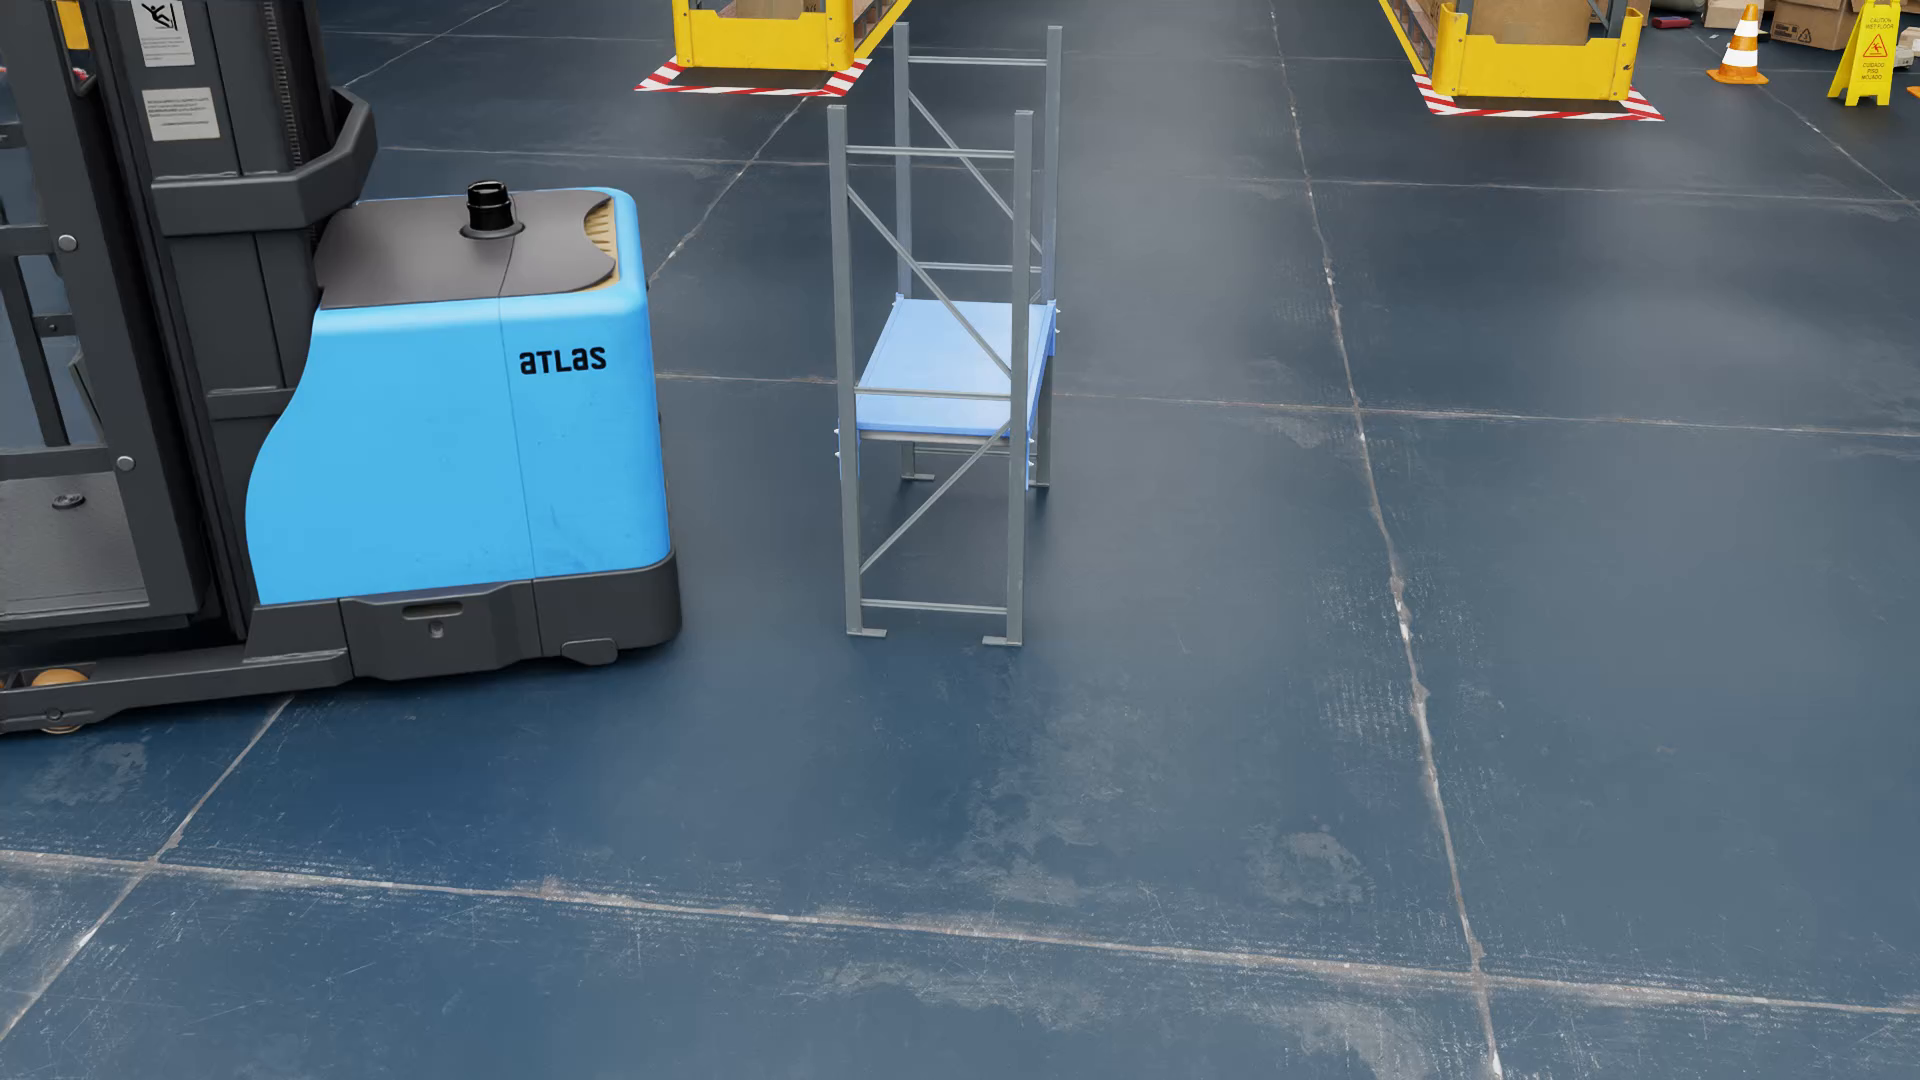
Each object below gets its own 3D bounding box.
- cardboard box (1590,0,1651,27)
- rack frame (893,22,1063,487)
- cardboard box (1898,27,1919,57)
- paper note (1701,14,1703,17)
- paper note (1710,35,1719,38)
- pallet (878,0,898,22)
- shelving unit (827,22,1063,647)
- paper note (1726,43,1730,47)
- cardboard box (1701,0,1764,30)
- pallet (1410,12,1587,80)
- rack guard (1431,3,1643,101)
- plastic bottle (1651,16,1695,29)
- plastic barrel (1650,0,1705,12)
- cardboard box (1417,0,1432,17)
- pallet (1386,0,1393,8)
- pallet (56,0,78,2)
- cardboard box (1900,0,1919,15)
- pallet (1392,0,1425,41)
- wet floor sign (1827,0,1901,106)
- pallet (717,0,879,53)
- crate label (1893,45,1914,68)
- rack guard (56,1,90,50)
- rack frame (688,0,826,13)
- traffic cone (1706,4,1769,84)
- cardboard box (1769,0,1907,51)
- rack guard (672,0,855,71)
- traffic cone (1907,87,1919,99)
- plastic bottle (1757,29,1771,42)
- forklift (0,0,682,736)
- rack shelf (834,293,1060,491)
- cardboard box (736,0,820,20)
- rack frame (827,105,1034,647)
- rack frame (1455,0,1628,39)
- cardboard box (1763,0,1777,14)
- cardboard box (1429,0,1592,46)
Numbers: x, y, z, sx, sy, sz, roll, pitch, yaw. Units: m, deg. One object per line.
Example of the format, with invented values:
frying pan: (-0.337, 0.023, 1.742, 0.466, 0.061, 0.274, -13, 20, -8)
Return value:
cardboard box: (4.911, -4.160, 12.441, 0.500, 0.500, 0.500, 8, 29, 15)
rack frame: (0.052, -0.859, 5.264, 0.500, 1.500, 0.032, 3, 28, 6)
cardboard box: (6.673, -3.405, 11.414, 0.380, 0.149, 0.250, 20, 34, 32)
paper note: (5.732, -3.993, 12.638, 0.172, 0.023, 0.155, 14, 31, 24)
paper note: (5.426, -3.623, 11.964, 0.032, 0.001, 0.123, 20, 34, 32)
pallet: (-1.022, -4.263, 12.941, 1.003, 0.211, 1.213, 3, 28, 6)
shelving unit: (-0.010, -0.620, 4.820, 0.538, 1.500, 1.048, 3, 28, 6)
paper note: (5.464, -3.478, 11.676, 0.144, 0.017, 0.142, 14, 31, 24)
cardboard box: (5.700, -3.929, 12.264, 0.396, 0.266, 0.258, 8, 29, 15)
pallet: (3.613, -3.320, 11.189, 1.003, 0.211, 1.213, 3, 28, 6)
rack guard: (3.589, -3.055, 10.393, 1.175, 0.500, 0.348, 3, 28, 6)
plastic bottle: (5.274, -3.825, 12.286, 0.283, 0.061, 0.133, -6, 29, -11)
plastic barrel: (5.466, -4.292, 12.770, 0.421, 0.421, 0.512, -24, 36, -37)
cardboard box: (3.716, -4.153, 11.594, 0.875, 0.875, 0.875, 3, 28, 5)
pallet: (3.912, -4.468, 13.321, 1.003, 0.211, 1.213, 3, 28, 6)
pallet: (-6.166, -3.983, 12.421, 1.003, 0.211, 1.213, 3, 28, 6)
cardboard box: (7.526, -4.284, 12.673, 0.500, 0.500, 0.500, -24, 36, -37)
pallet: (3.765, -3.892, 12.252, 1.003, 0.211, 1.213, 3, 28, 6)
wet floor sign: (5.554, -3.001, 10.140, 0.267, 0.644, 0.232, -1, 28, -3)
pallet: (-1.174, -3.691, 11.878, 1.003, 0.211, 1.213, 3, 28, 6)
crate label: (6.181, -3.222, 11.085, 0.250, 0.136, 0.298, -11, 30, -20)
rack guard: (-6.271, -3.728, 11.643, 1.175, 0.500, 0.348, 3, 28, 6)
rack frame: (-1.318, -4.502, 10.444, 1.000, 3.000, 0.127, 3, 28, 6)
traffic cone: (5.067, -3.217, 10.733, 0.336, 0.463, 0.334, 3, 28, 6)
cardboard box: (6.220, -3.801, 11.775, 0.797, 0.503, 0.637, -17, 33, -29)
rack guard: (-1.309, -3.437, 11.103, 1.175, 0.500, 0.348, 3, 28, 6)
traffic cone: (6.147, -2.991, 10.314, 0.336, 0.463, 0.334, 3, 28, 6)
plastic bottle: (5.665, -3.628, 11.920, 0.133, 0.061, 0.283, -6, 29, -11)
forklift: (-2.348, -1.042, 4.095, 3.031, 2.935, 1.130, -6, 29, -10)
rack shelf: (-0.010, -0.462, 4.905, 0.538, 0.185, 1.000, 3, 28, 6)
cardboard box: (-1.225, -3.880, 11.481, 0.500, 0.500, 0.500, 9, 30, 16)
rack frame: (-0.073, -0.381, 4.376, 0.500, 1.500, 0.032, 3, 28, 6)
rack frame: (3.592, -4.166, 9.821, 1.000, 3.000, 0.127, 3, 28, 6)
cardboard box: (6.326, -4.302, 12.561, 0.797, 0.637, 0.503, 3, 28, 6)
cardboard box: (3.610, -3.739, 10.825, 0.875, 0.875, 0.875, 4, 29, 6)
